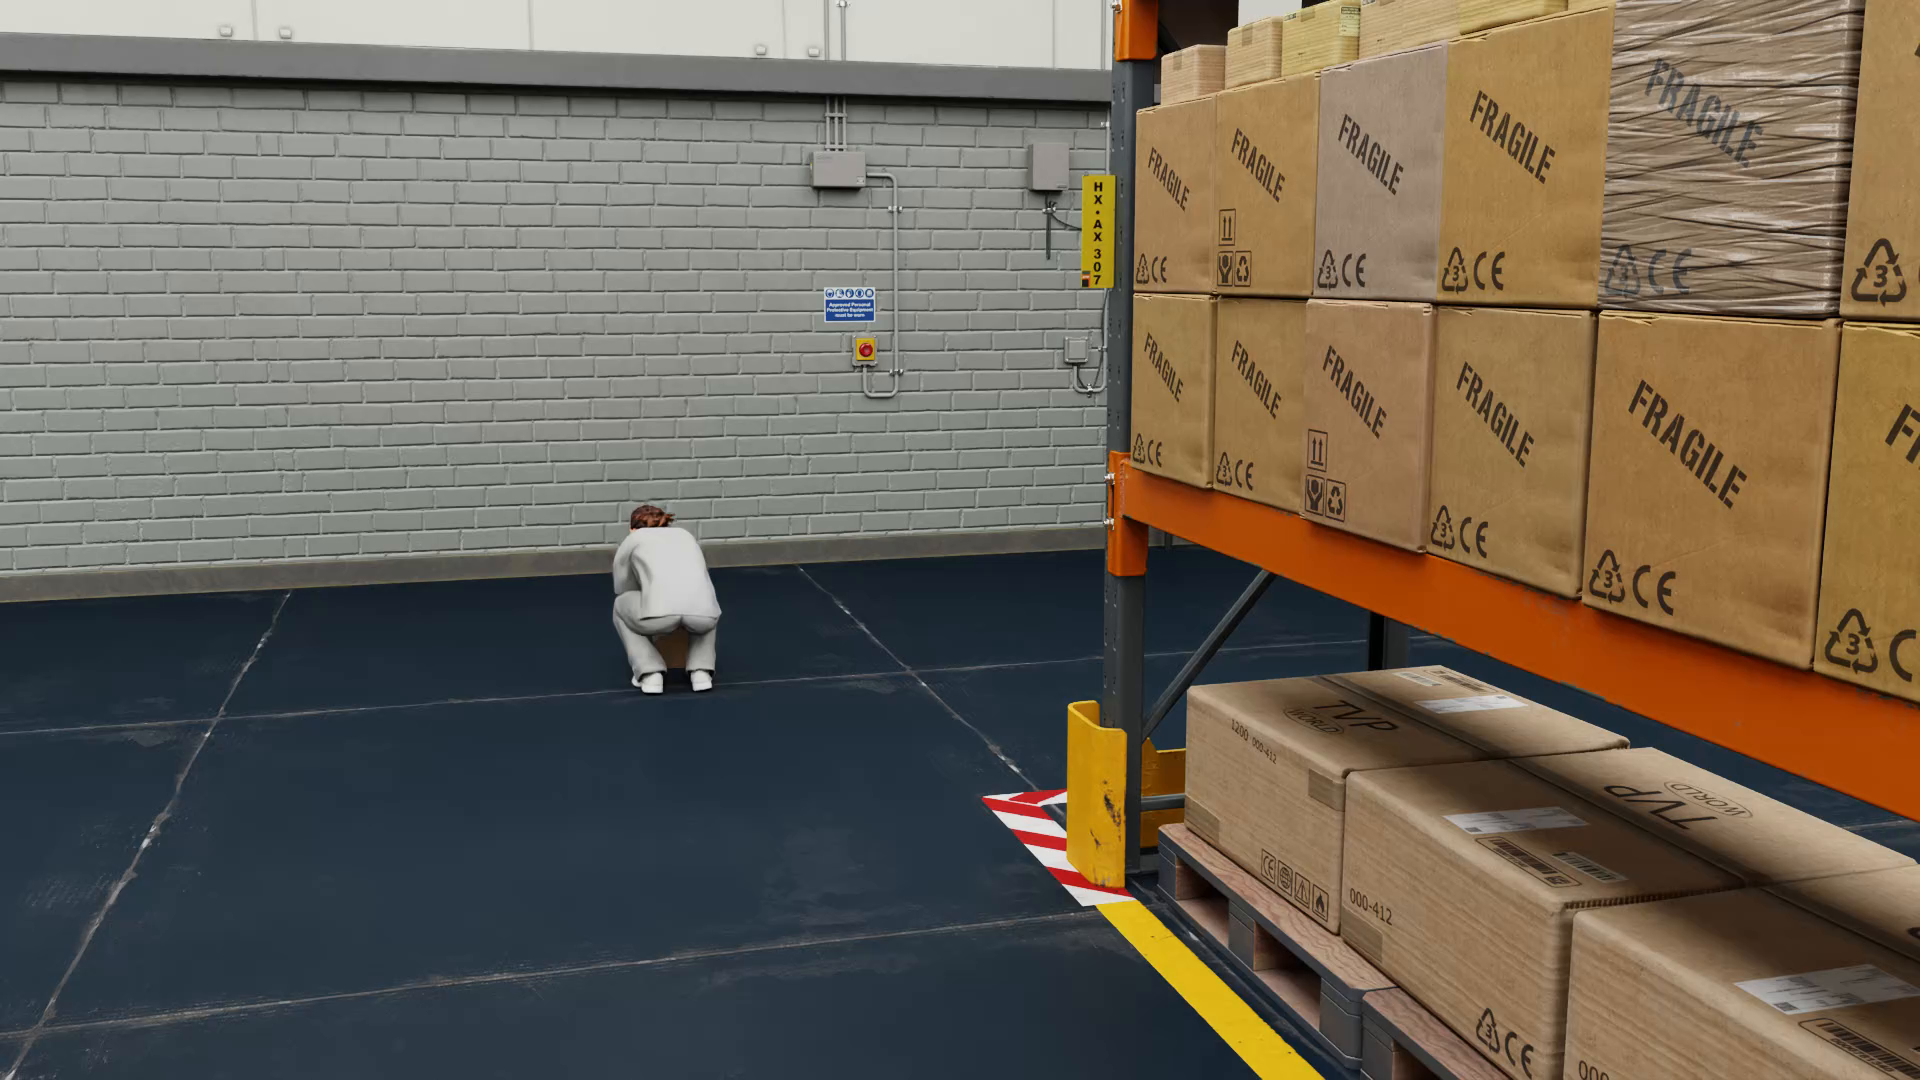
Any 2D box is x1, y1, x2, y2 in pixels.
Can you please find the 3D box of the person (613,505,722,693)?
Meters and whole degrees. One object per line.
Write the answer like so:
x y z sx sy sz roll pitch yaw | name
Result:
-1.338 0.274 7.596 0.478 0.809 0.813 -3 10 -16 | person
